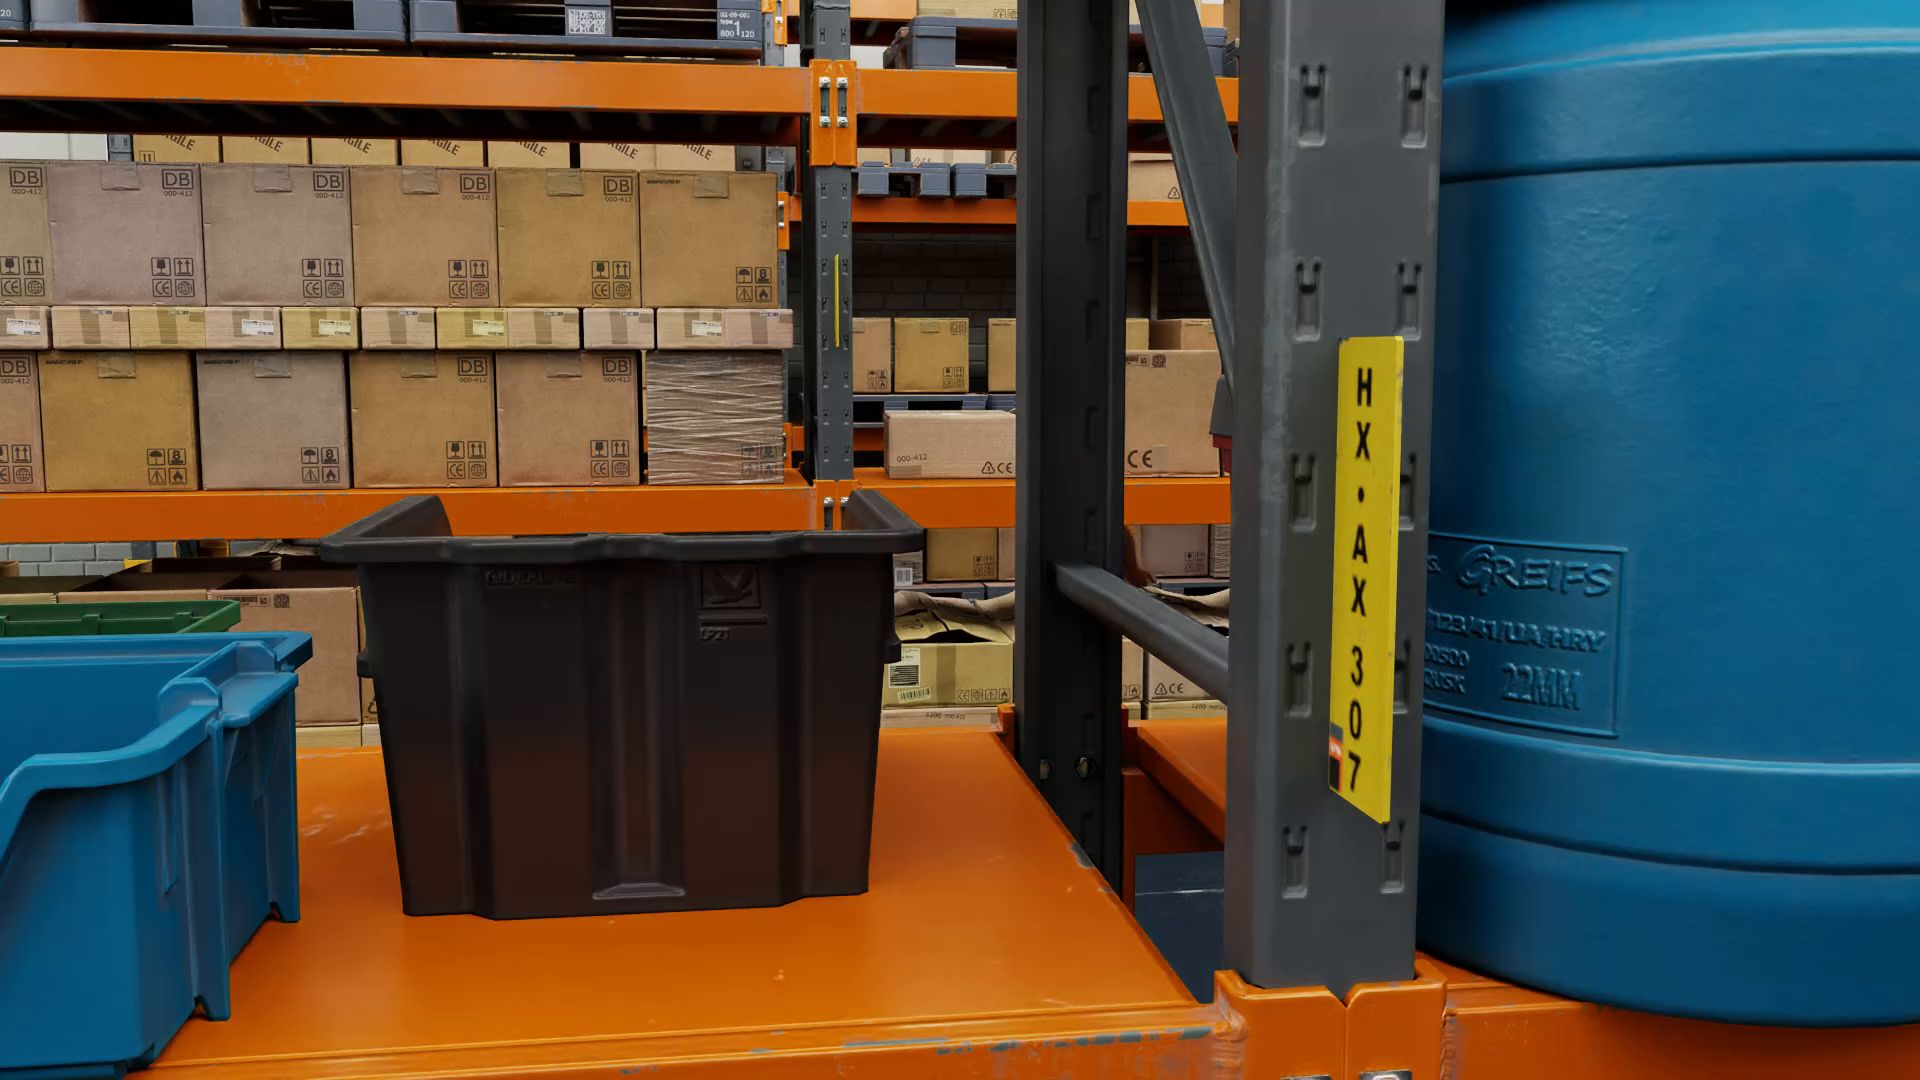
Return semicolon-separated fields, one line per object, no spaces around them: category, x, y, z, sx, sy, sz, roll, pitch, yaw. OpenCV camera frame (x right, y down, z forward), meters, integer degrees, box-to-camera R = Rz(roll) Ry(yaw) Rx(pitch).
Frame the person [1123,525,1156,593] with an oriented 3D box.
person;0.679;0.094;8.404;0.687;1.513;0.627;-1;7;-8
